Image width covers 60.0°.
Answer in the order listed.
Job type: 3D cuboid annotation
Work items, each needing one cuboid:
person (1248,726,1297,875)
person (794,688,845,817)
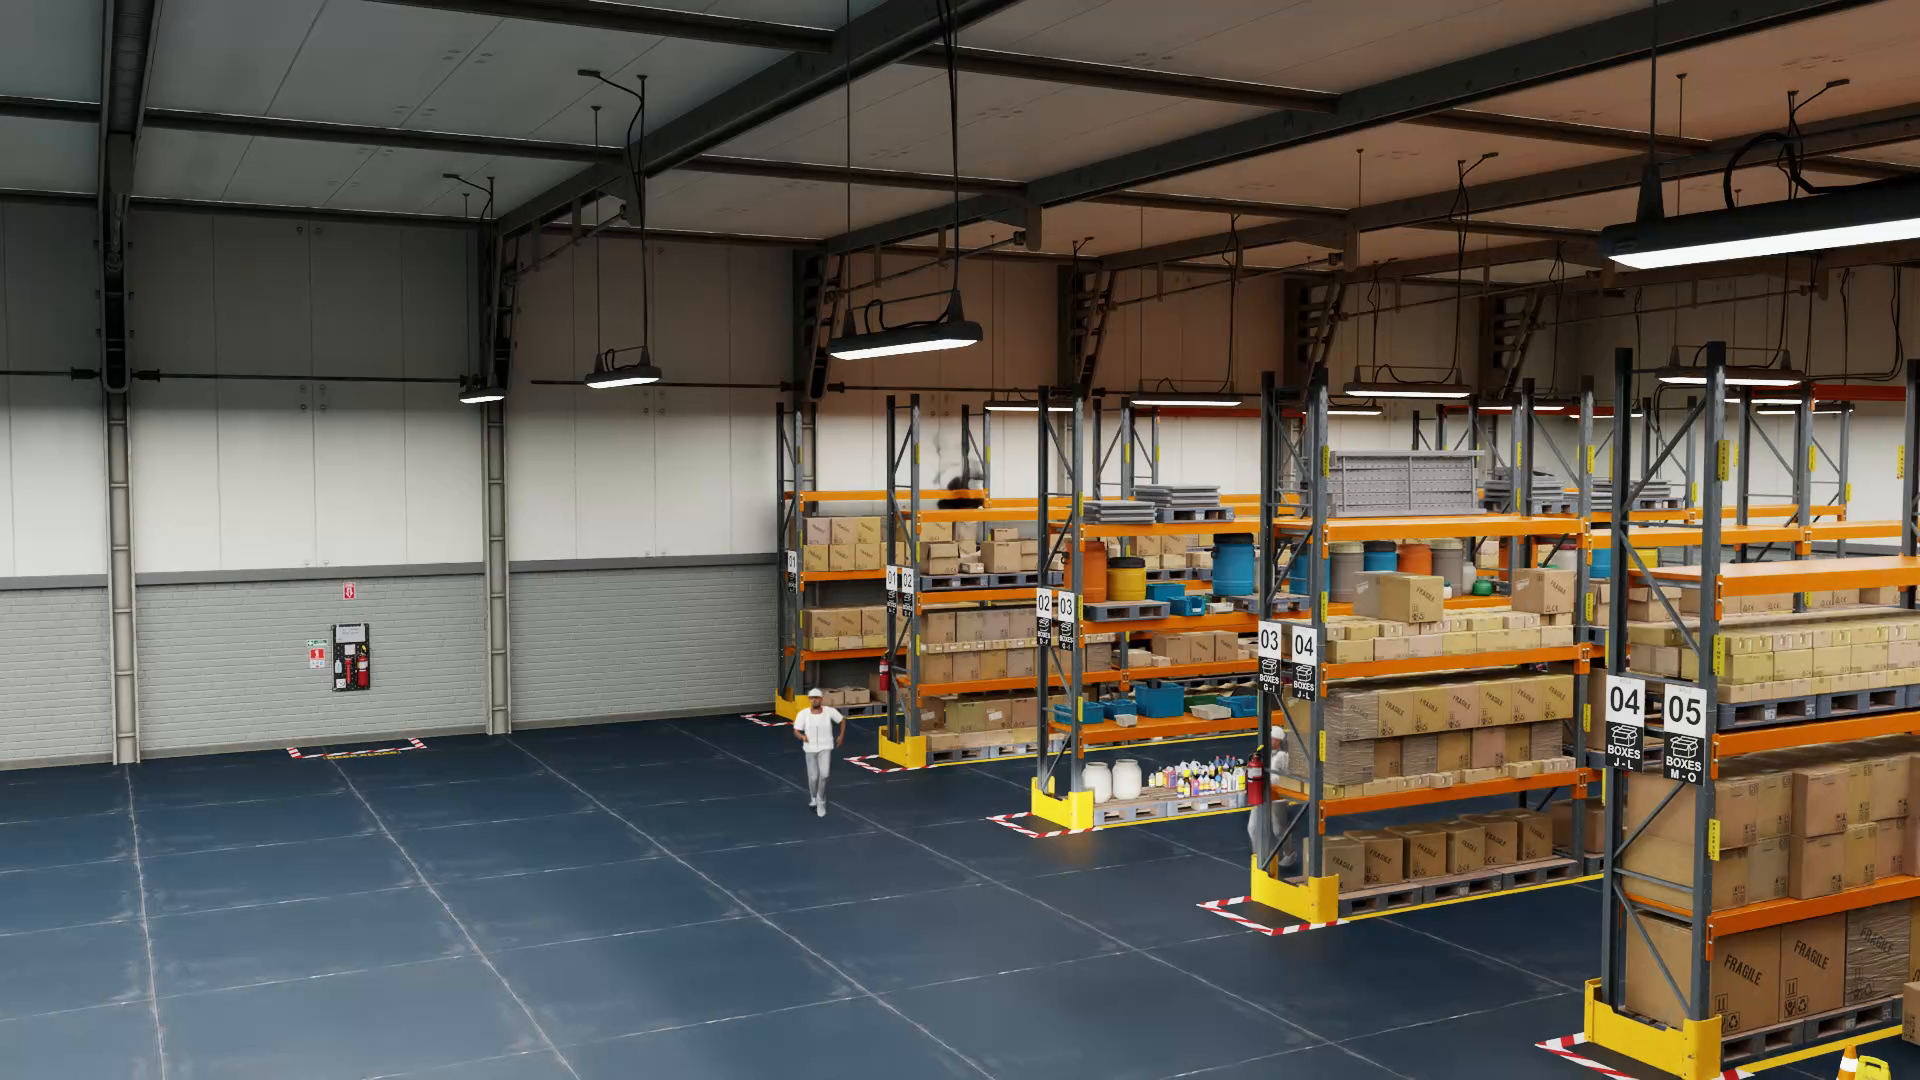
[{"bbox_3d":[3.790,3.151,20.095,0.759,1.831,0.638,-2,4,-36],"label":"person"},{"bbox_3d":[-1.989,2.982,23.416,0.707,1.790,0.734,0,3,1],"label":"person"}]
